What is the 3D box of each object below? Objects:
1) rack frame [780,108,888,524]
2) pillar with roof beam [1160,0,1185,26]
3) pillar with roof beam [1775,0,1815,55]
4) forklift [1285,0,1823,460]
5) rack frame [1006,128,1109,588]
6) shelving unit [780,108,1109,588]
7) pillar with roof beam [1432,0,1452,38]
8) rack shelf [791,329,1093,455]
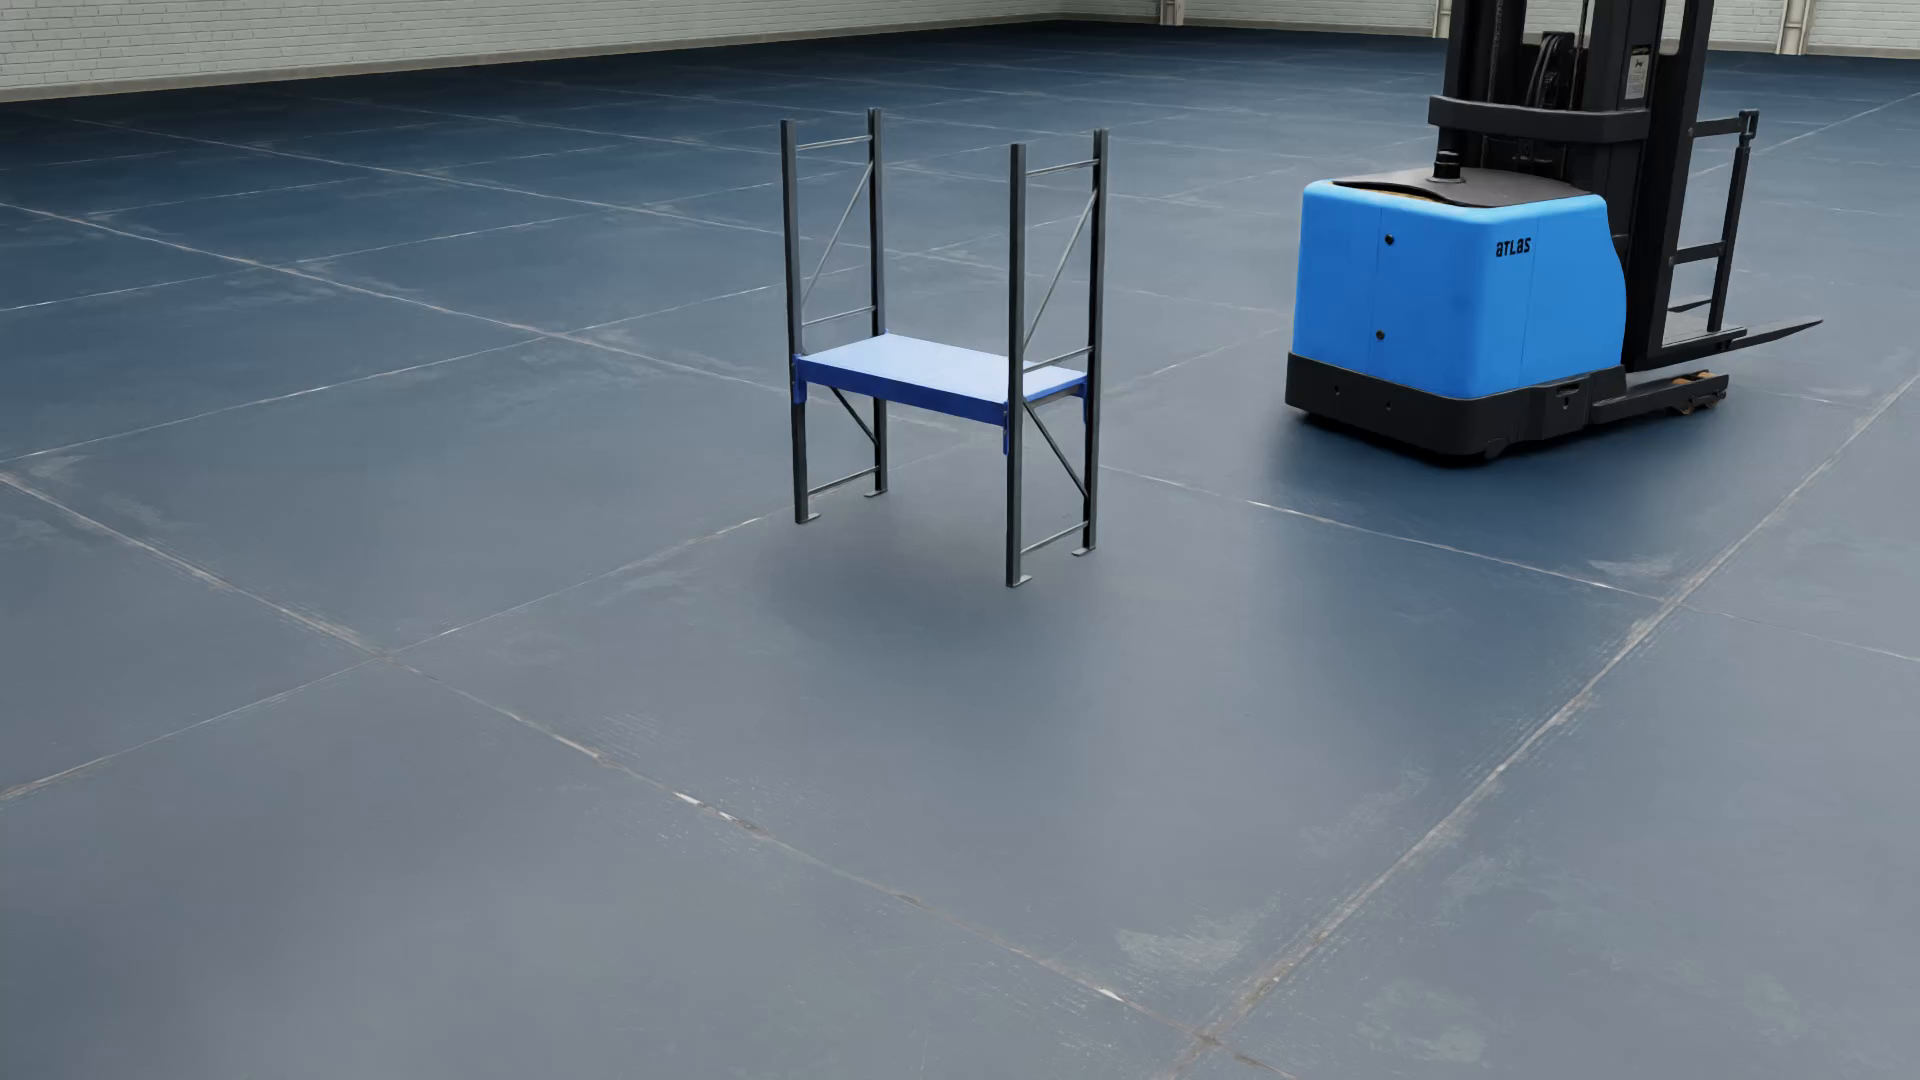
[{"bbox_3d":[-0.460,-0.834,6.255,0.032,1.500,0.500,16,26,36],"label":"rack frame"},{"bbox_3d":[1.672,-13.721,29.801,0.400,9.000,9.100,16,26,36],"label":"pillar with roof beam"},{"bbox_3d":[10.969,-11.044,22.701,0.400,9.000,9.100,16,26,36],"label":"pillar with roof beam"},{"bbox_3d":[2.999,-2.093,7.566,3.031,2.935,1.130,-14,25,-32],"label":"forklift"},{"bbox_3d":[0.328,-0.607,5.653,0.032,1.500,0.500,16,26,36],"label":"rack frame"},{"bbox_3d":[-0.066,-0.721,5.954,1.048,1.500,0.538,16,26,36],"label":"shelving unit"},{"bbox_3d":[6.320,-12.383,26.251,0.400,9.000,9.100,16,26,36],"label":"pillar with roof beam"},{"bbox_3d":[-0.066,-0.552,6.017,1.000,0.185,0.538,16,26,36],"label":"rack shelf"}]
